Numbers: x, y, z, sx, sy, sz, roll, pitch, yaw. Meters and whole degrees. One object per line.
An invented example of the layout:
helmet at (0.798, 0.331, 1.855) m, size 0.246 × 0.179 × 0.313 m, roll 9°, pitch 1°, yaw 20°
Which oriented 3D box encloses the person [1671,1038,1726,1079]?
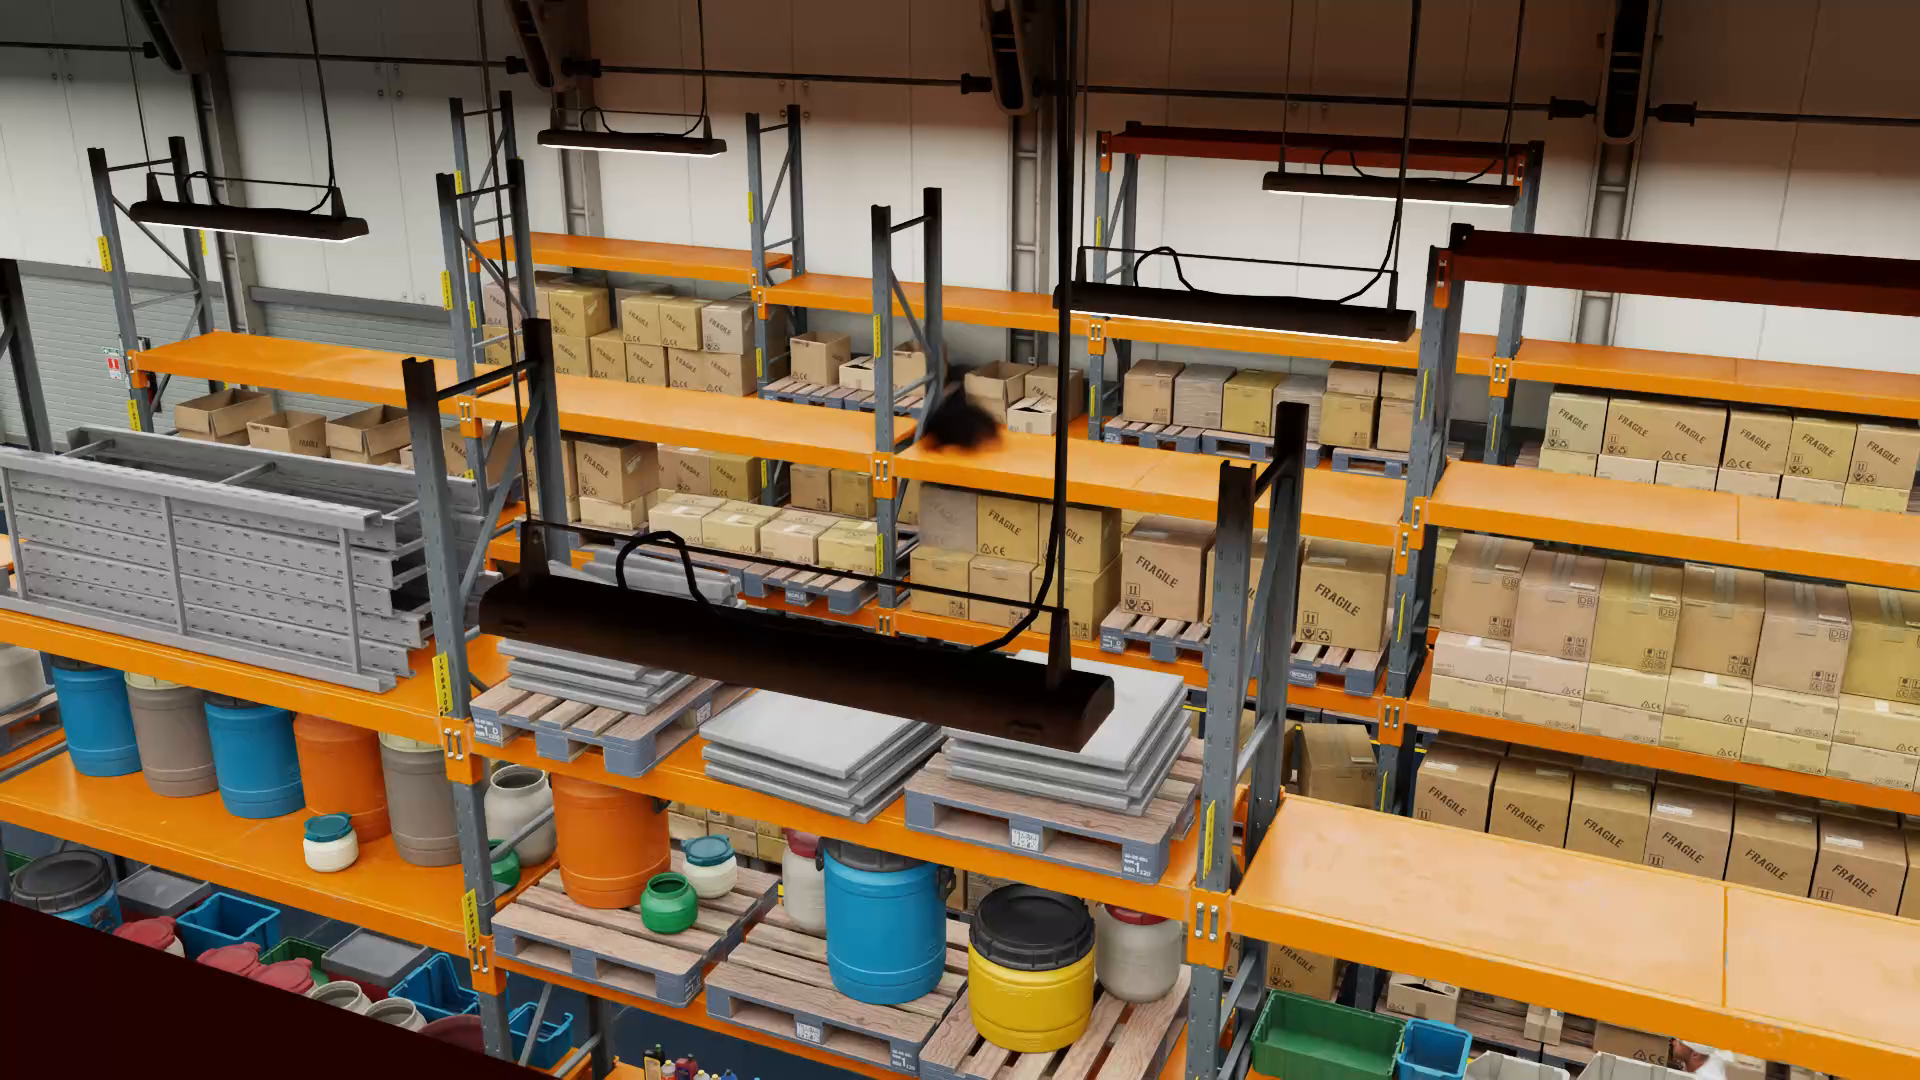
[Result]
person at (4.679, 3.755, 10.233) m, size 0.880 × 1.744 × 0.654 m, roll 7°, pitch 22°, yaw 19°
